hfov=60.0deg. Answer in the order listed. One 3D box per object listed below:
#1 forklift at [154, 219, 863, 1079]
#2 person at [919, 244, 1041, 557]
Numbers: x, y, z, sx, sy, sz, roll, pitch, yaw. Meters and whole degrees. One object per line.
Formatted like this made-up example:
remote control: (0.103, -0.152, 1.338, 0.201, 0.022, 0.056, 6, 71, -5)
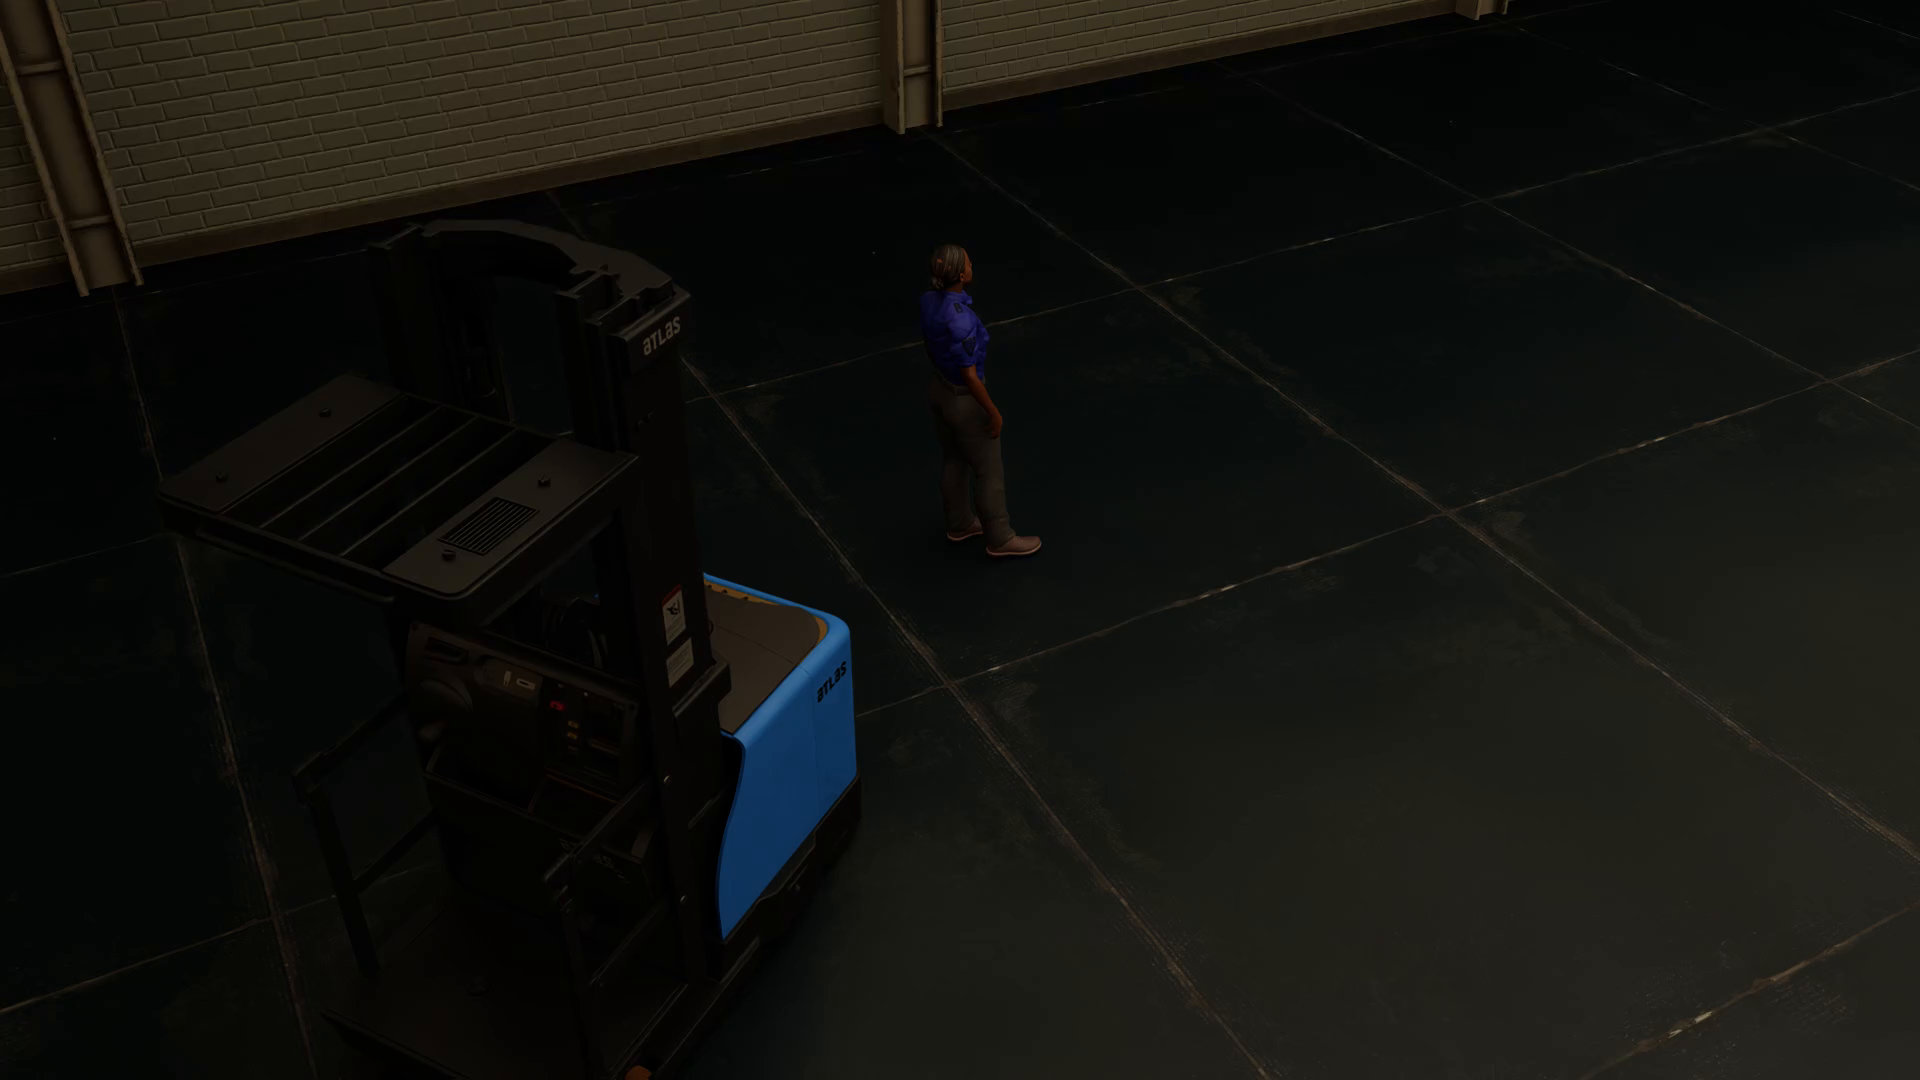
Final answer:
forklift: (-1.525, 0.616, 5.252, 1.130, 2.935, 3.031, 16, 38, 22)
person: (0.087, -0.696, 8.200, 0.503, 1.656, 0.569, -17, 39, -23)
